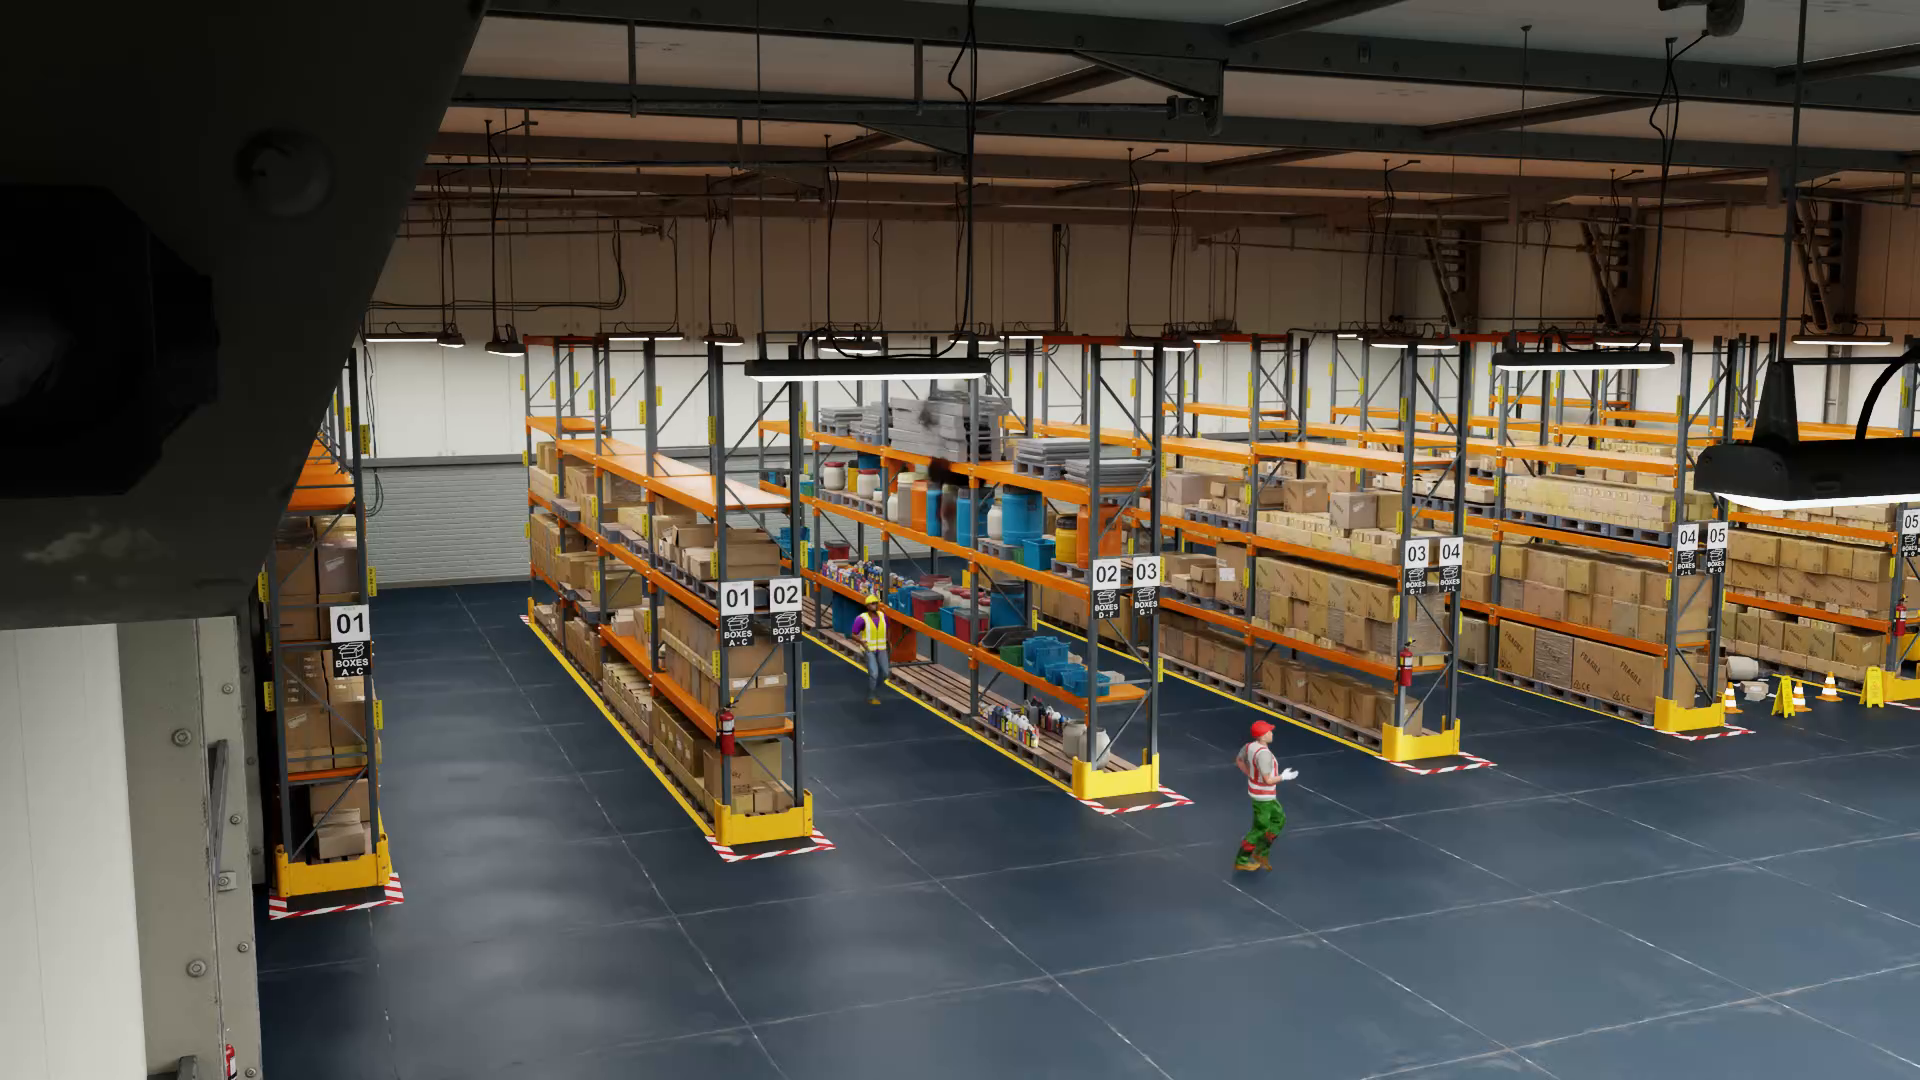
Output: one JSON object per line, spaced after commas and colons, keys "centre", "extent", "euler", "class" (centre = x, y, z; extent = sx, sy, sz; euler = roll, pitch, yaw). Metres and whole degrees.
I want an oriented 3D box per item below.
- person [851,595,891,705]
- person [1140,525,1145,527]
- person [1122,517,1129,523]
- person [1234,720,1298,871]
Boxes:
{"centre": [-1.348, 1.725, 26.072], "extent": [0.696, 1.735, 0.558], "euler": [-4, 9, -29], "class": "person"}
{"centre": [4.151, 0.429, 38.575], "extent": [0.605, 1.606, 0.611], "euler": [-2, 8, -14], "class": "person"}
{"centre": [3.821, 0.269, 39.394], "extent": [0.672, 1.643, 0.823], "euler": [0, 8, 1], "class": "person"}
{"centre": [3.484, 2.939, 18.972], "extent": [0.690, 1.807, 0.635], "euler": [0, 8, 2], "class": "person"}
